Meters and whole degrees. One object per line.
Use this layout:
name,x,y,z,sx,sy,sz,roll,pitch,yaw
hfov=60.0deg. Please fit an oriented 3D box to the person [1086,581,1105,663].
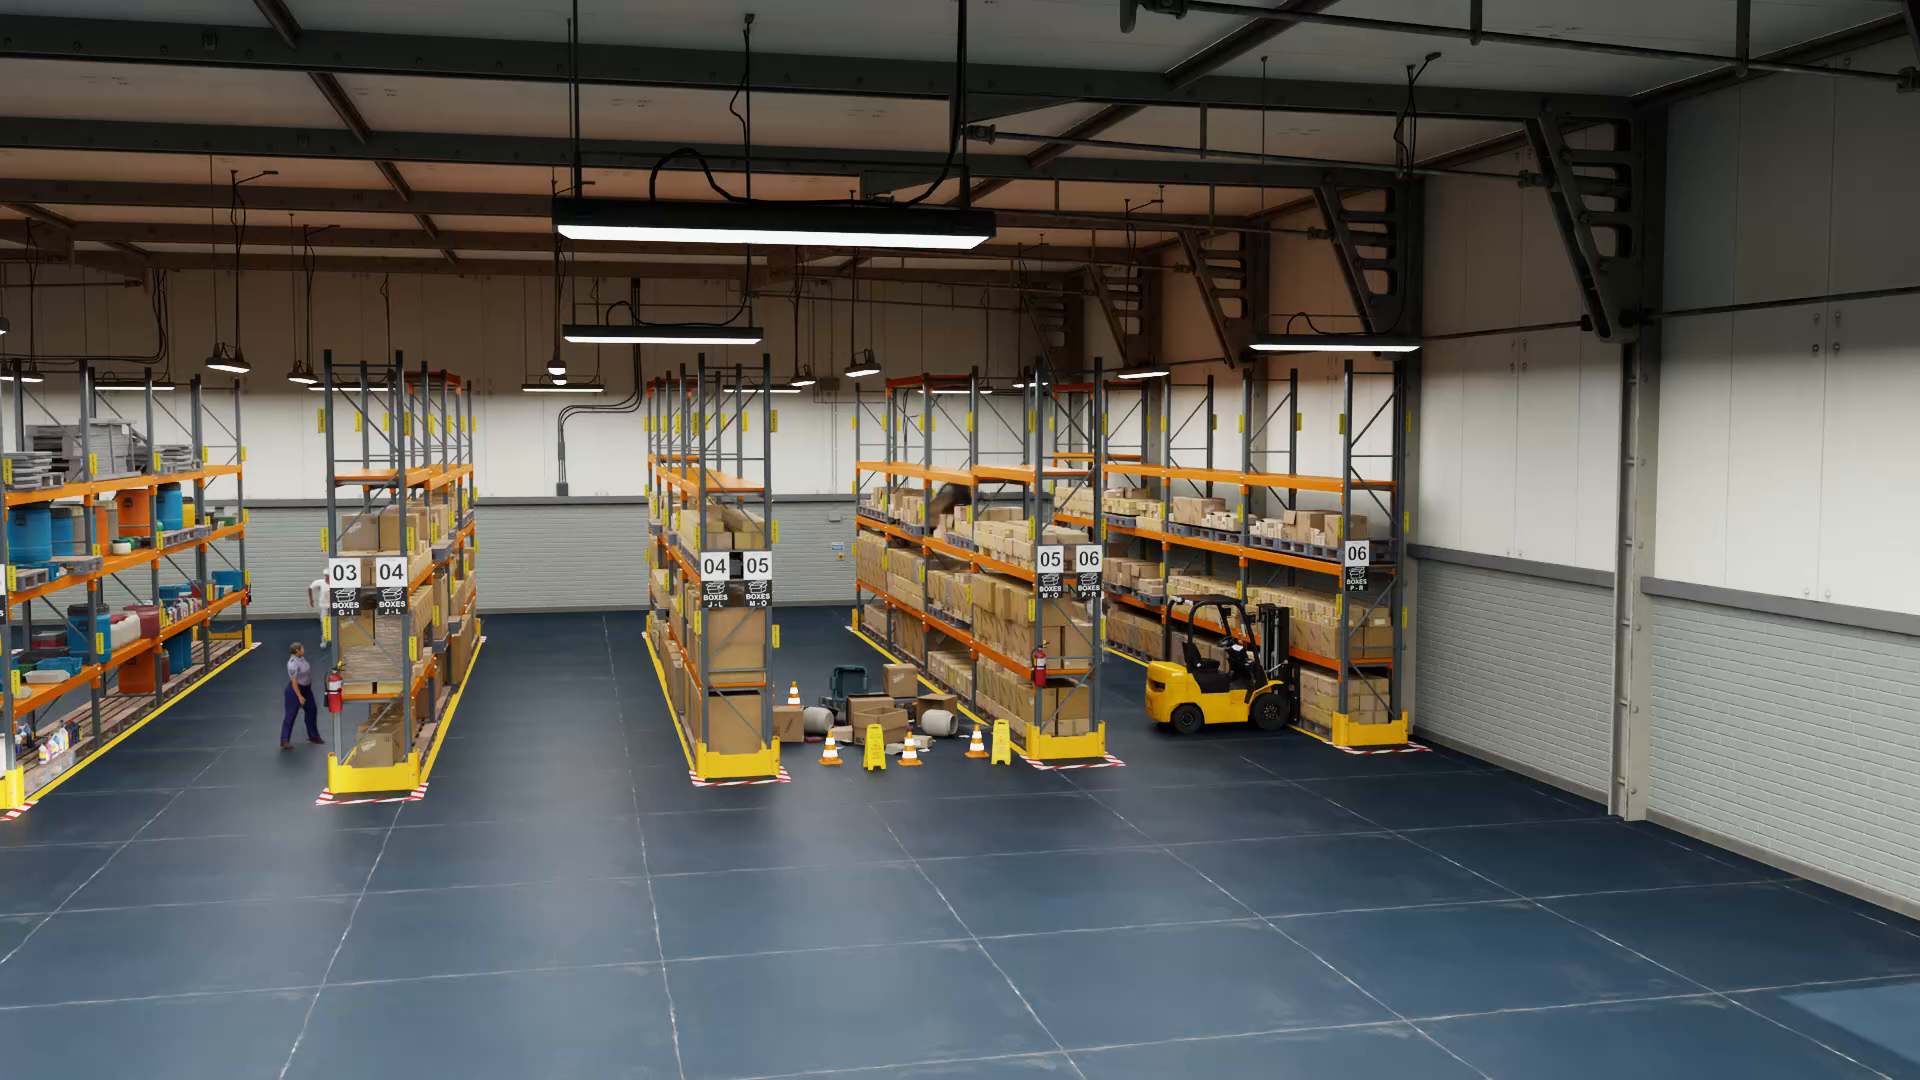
person,2.636,1.595,32.858,0.420,1.717,0.531,2,5,32

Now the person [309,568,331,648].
person,-14.235,1.495,37.353,0.758,1.734,0.994,-1,4,-16

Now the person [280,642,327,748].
person,-10.239,2.402,25.827,0.520,1.681,0.660,1,4,10
